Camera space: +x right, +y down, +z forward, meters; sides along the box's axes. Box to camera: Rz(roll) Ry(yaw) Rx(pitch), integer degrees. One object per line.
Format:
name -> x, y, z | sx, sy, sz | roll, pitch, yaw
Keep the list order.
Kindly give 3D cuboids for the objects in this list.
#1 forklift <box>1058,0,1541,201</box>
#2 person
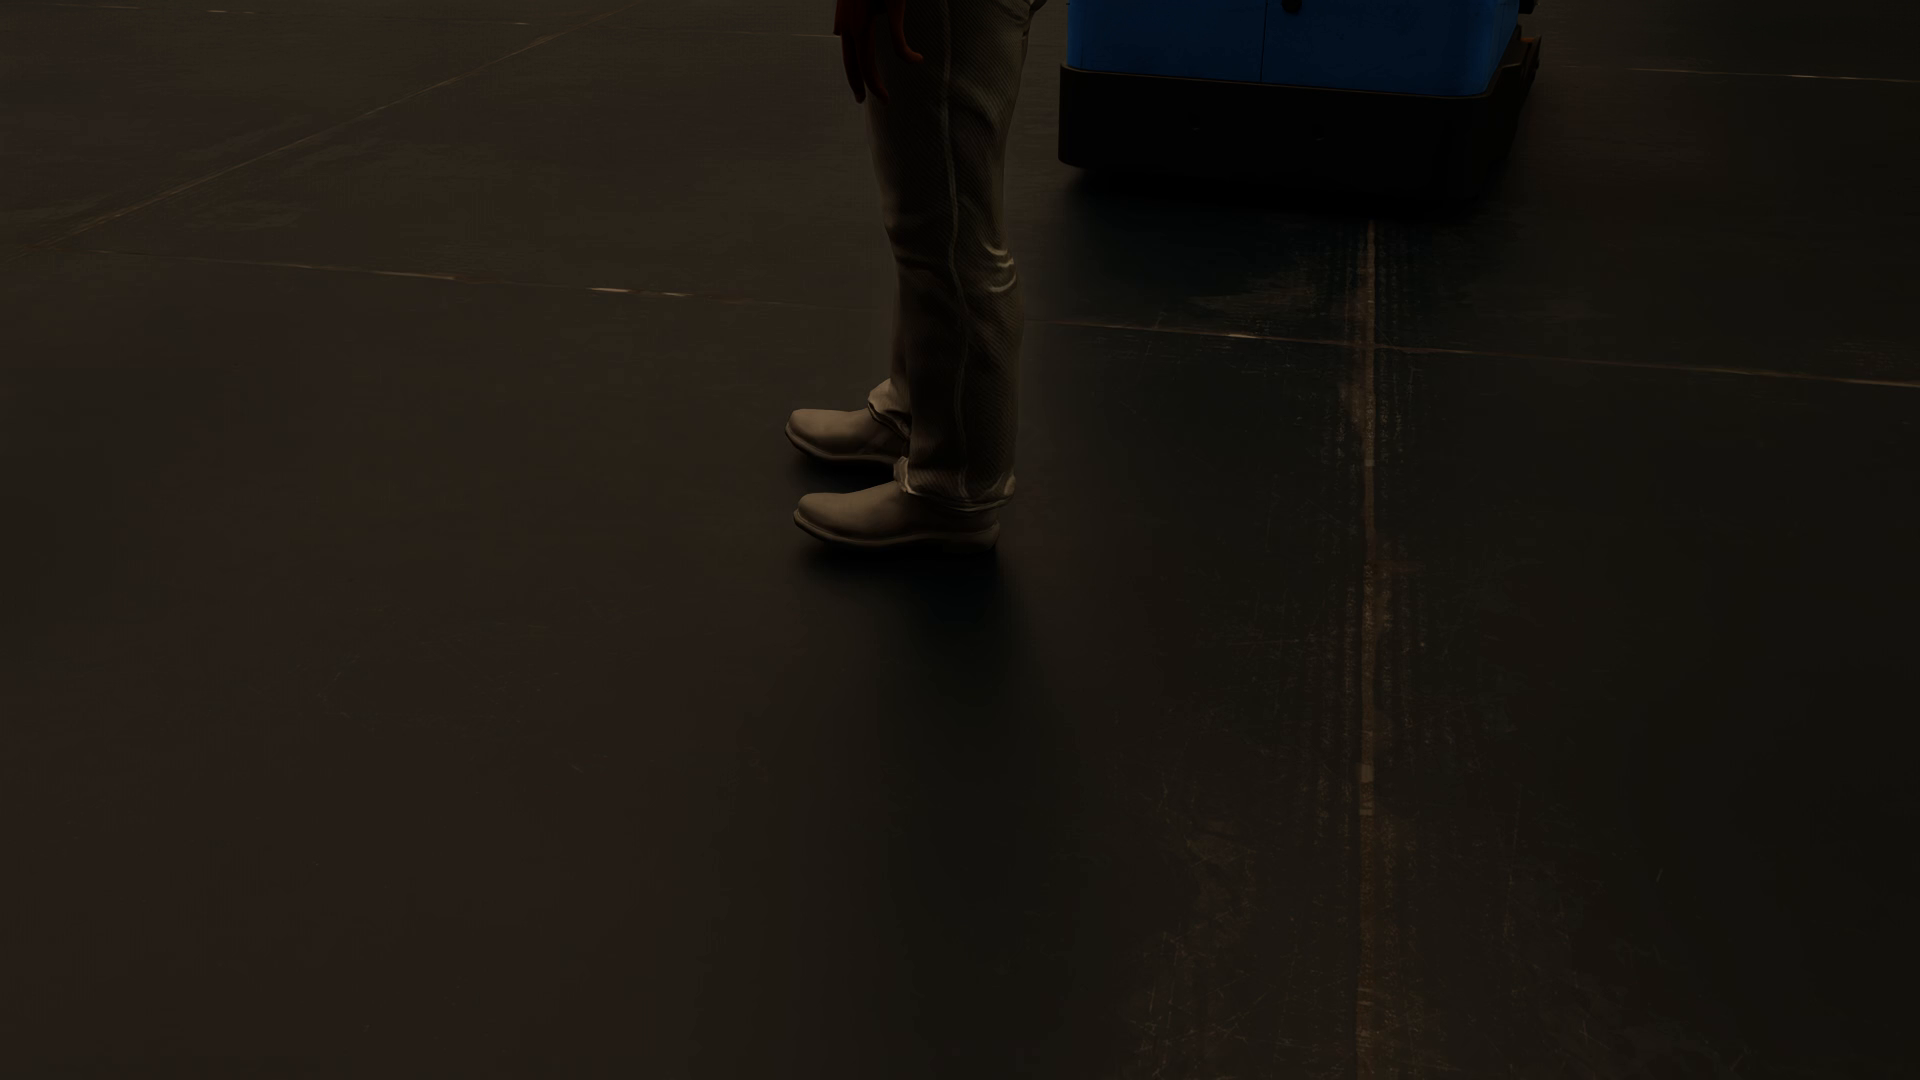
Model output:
forklift -> 1.250, -2.753, 4.703 | 1.130, 2.935, 3.031 | 10, 28, 18
person -> -0.066, -0.805, 2.118 | 0.577, 1.765, 0.665 | 6, 27, 11
